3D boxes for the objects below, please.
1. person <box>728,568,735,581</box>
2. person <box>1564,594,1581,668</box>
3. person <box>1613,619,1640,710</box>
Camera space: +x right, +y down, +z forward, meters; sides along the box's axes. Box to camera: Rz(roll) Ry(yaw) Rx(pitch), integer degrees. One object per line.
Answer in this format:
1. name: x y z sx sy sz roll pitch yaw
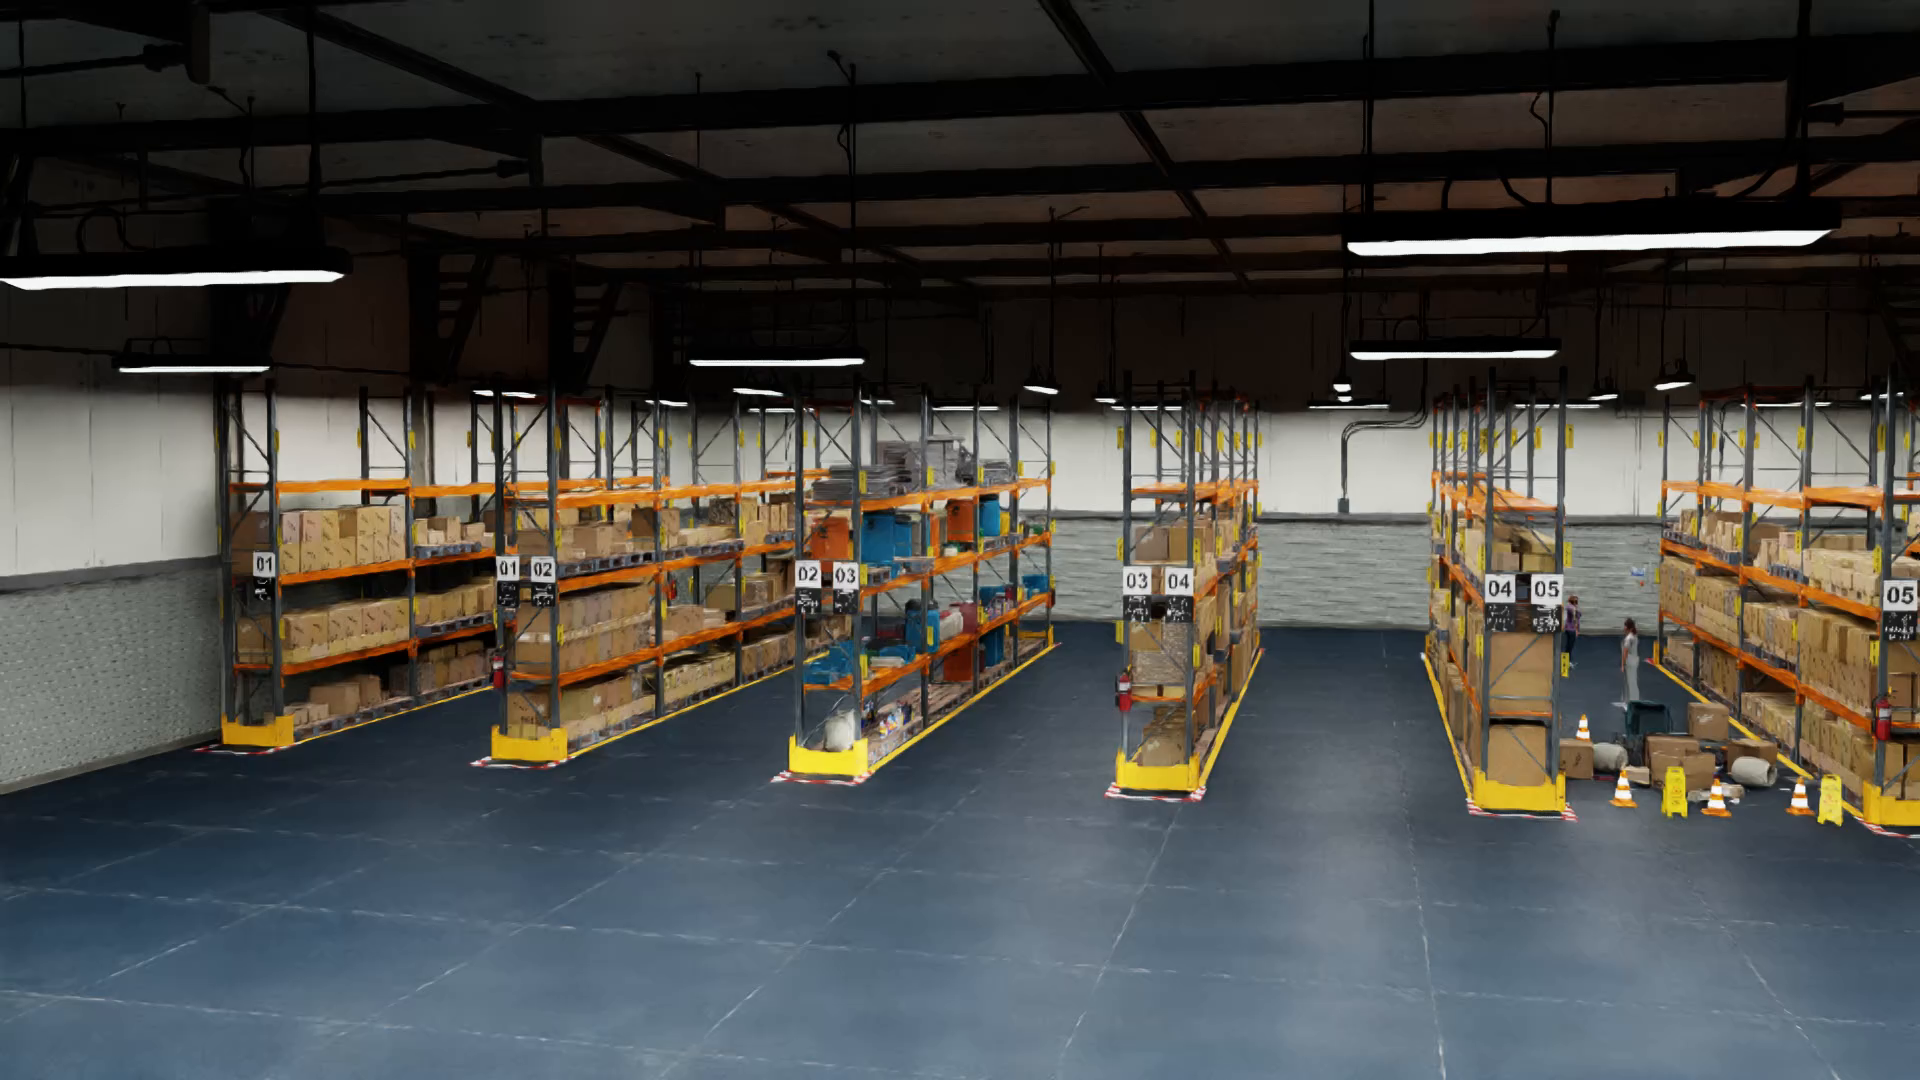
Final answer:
1. person: -5.835 1.542 43.452 0.542 1.675 1.126 1 4 16
2. person: 13.483 2.003 36.640 0.344 1.569 0.553 0 3 4
3. person: 12.401 2.298 30.888 0.569 1.668 0.561 3 4 39
